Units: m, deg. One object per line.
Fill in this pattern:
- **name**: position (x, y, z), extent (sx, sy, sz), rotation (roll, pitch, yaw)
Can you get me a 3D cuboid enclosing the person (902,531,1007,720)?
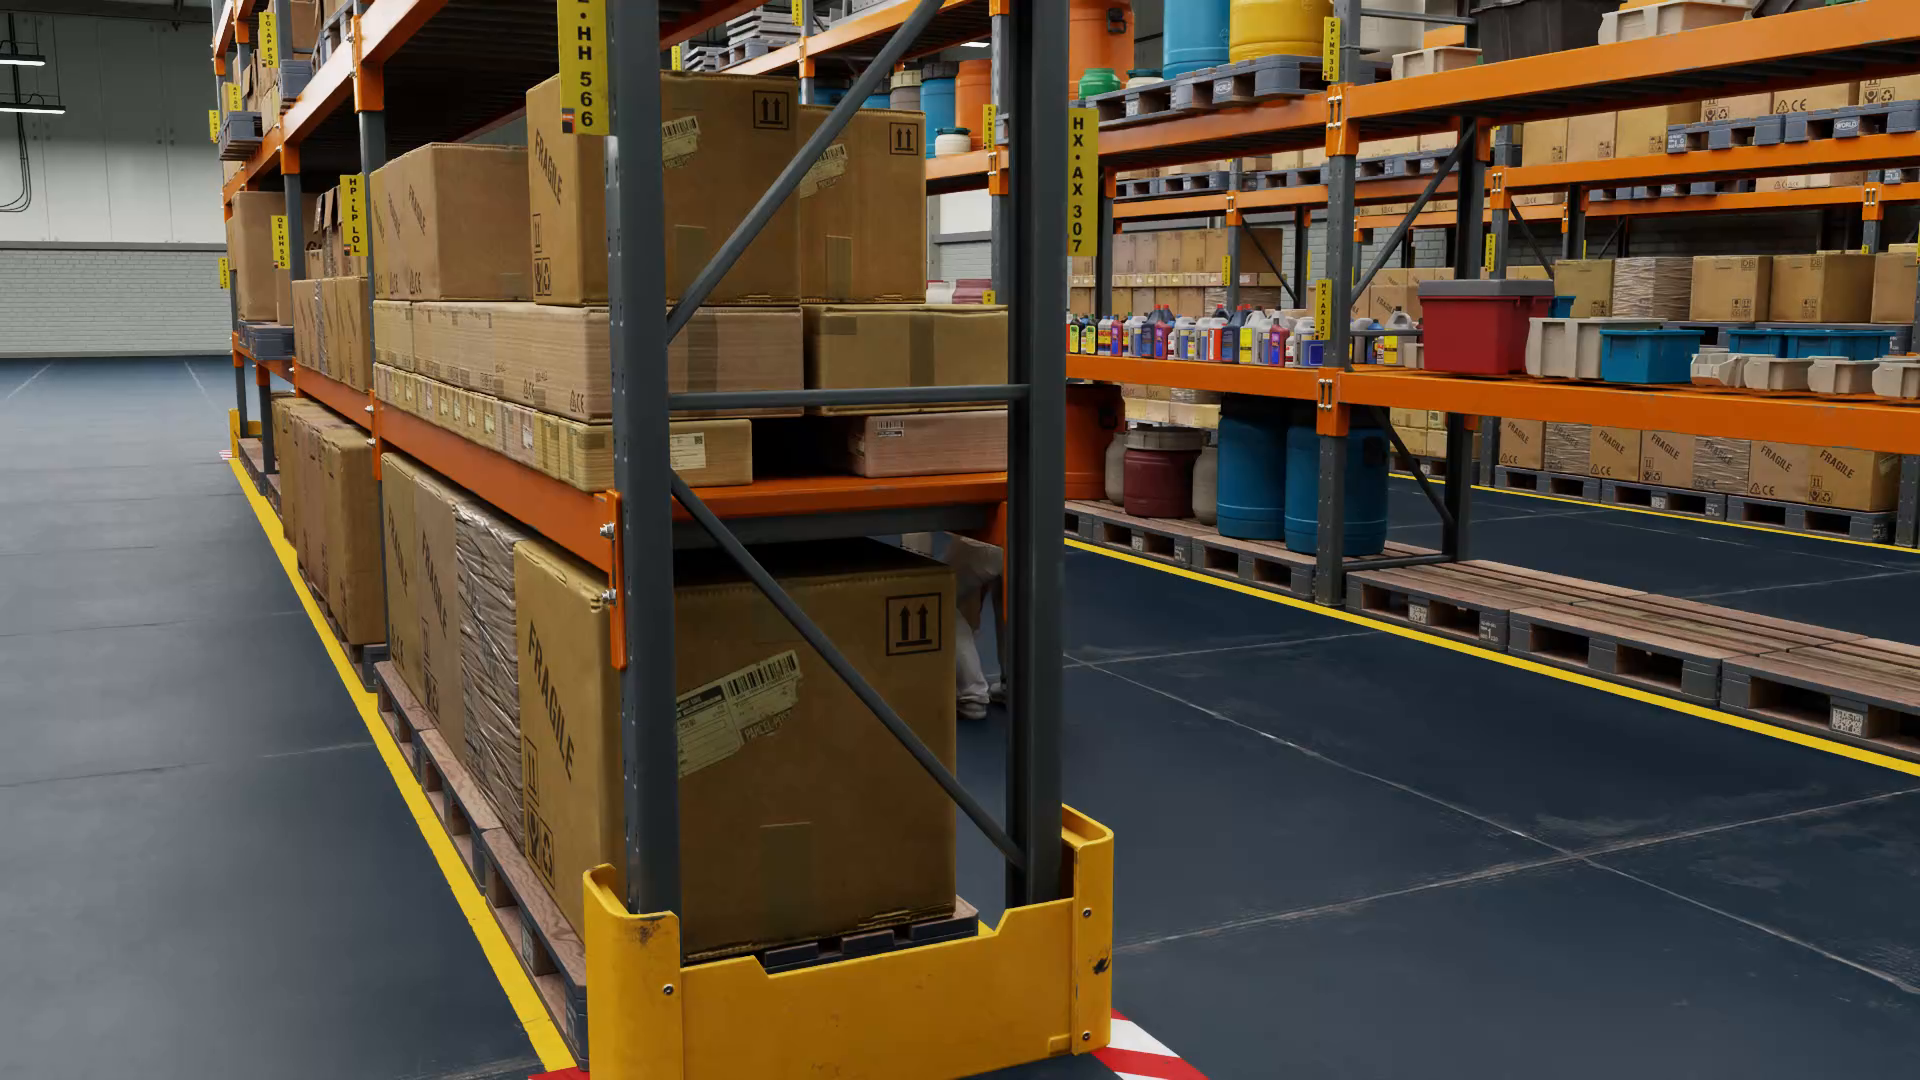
- **person**: position (0.033, 0.153, 7.046), extent (0.508, 1.085, 0.966), rotation (-5, 10, -29)
